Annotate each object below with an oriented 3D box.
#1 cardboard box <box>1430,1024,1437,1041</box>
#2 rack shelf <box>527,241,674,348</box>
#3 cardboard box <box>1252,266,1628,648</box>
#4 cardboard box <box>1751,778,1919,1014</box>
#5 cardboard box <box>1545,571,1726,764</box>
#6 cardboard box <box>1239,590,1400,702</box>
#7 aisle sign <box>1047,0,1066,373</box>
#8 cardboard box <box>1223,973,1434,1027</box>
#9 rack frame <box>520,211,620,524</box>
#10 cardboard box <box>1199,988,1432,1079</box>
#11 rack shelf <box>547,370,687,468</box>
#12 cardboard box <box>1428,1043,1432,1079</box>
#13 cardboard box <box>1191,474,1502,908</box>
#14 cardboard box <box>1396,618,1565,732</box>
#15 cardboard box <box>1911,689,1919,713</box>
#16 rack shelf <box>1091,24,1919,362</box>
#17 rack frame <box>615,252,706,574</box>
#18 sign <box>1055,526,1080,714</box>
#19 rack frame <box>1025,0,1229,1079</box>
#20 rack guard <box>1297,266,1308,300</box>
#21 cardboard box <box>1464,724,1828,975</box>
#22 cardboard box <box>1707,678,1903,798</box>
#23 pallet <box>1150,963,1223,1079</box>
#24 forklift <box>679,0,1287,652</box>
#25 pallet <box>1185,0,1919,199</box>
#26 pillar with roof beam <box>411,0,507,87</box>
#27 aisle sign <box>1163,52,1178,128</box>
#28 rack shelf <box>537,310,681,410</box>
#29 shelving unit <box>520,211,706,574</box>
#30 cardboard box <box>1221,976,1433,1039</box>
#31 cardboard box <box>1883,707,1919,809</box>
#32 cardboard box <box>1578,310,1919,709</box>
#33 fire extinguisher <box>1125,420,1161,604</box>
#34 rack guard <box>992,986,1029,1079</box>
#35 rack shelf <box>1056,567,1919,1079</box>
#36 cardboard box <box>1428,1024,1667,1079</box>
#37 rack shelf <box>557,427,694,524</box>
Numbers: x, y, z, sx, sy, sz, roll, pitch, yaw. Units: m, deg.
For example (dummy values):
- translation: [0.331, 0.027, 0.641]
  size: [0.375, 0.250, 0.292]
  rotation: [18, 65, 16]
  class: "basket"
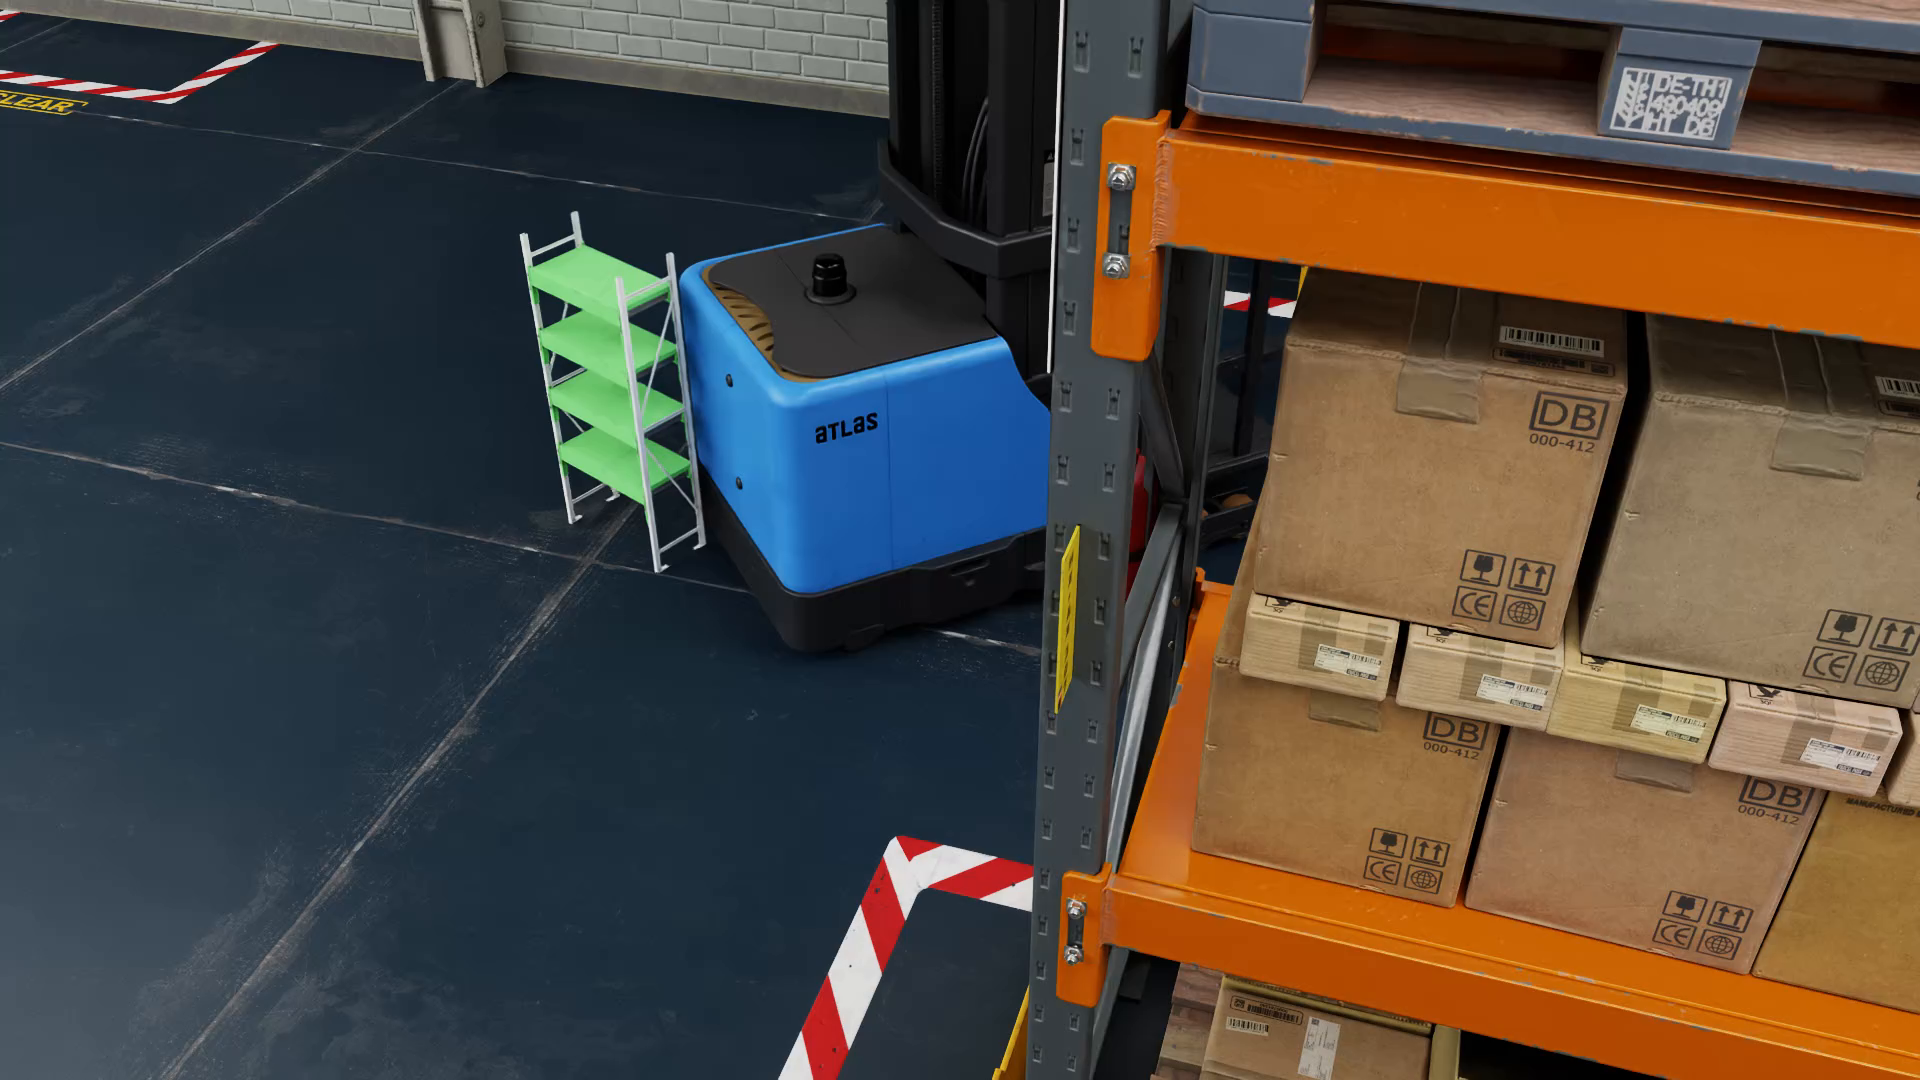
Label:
- translation: [1.428, 1.150, 4.123]
  size: [0.500, 0.250, 0.500]
  rotation: [10, 38, 14]
  class: "cardboard box"
- translation: [-1.220, -0.844, 5.682]
  size: [0.480, 0.148, 0.258]
  rotation: [26, 44, 31]
  class: "rack shelf"
- translation: [0.840, -0.261, 2.896]
  size: [0.500, 0.500, 0.700]
  rotation: [11, 38, 14]
  class: "cardboard box"
- translation: [1.764, 0.433, 3.047]
  size: [0.500, 0.500, 0.700]
  rotation: [11, 38, 14]
  class: "cardboard box"
- translation: [1.148, 0.182, 2.841]
  size: [0.250, 0.149, 0.380]
  rotation: [11, 38, 14]
  class: "cardboard box"
- translation: [0.658, 0.092, 2.963]
  size: [0.250, 0.149, 0.380]
  rotation: [10, 38, 14]
  class: "cardboard box"
- translation: [0.194, -0.683, 2.454]
  size: [0.004, 0.787, 0.394]
  rotation: [10, 38, 14]
  class: "aisle sign"
- translation: [0.948, 0.765, 4.013]
  size: [0.500, 0.500, 0.500]
  rotation: [10, 38, 14]
  class: "cardboard box"
- translation: [-1.407, -0.602, 6.055]
  size: [0.015, 1.200, 0.240]
  rotation: [26, 44, 31]
  class: "rack frame"
- translation: [0.793, 1.361, 3.836]
  size: [0.500, 0.250, 0.500]
  rotation: [10, 38, 14]
  class: "cardboard box"
- translation: [-1.220, -0.457, 5.967]
  size: [0.480, 0.148, 0.258]
  rotation: [26, 44, 31]
  class: "rack shelf"
- translation: [1.272, 1.447, 3.718]
  size: [0.500, 0.250, 0.500]
  rotation: [10, 38, 14]
  class: "cardboard box"
- translation: [0.789, 0.252, 3.293]
  size: [0.500, 0.500, 0.700]
  rotation: [11, 38, 14]
  class: "cardboard box"
- translation: [0.911, 0.137, 2.902]
  size: [0.250, 0.149, 0.380]
  rotation: [10, 37, 13]
  class: "cardboard box"
- translation: [1.825, -0.083, 2.653]
  size: [0.500, 0.500, 0.700]
  rotation: [11, 38, 14]
  class: "cardboard box"
- translation: [2.257, -0.363, 2.289]
  size: [4.000, 0.370, 1.077]
  rotation: [10, 38, 14]
  class: "rack shelf"
- translation: [-1.033, -0.416, 5.802]
  size: [0.015, 1.200, 0.240]
  rotation: [26, 44, 31]
  class: "rack frame"
- translation: [0.176, 0.135, 2.739]
  size: [0.005, 0.325, 0.100]
  rotation: [10, 38, 14]
  class: "sign"
- translation: [0.348, 0.202, 3.445]
  size: [0.127, 3.000, 1.000]
  rotation: [10, 38, 14]
  class: "rack frame"
- translation: [1.894, -1.581, 7.976]
  size: [0.348, 0.500, 1.175]
  rotation: [10, 38, 14]
  class: "rack guard"
- translation: [1.292, 0.342, 3.171]
  size: [0.500, 0.500, 0.700]
  rotation: [11, 38, 15]
  class: "cardboard box"
- translation: [1.389, 0.228, 2.778]
  size: [0.250, 0.149, 0.380]
  rotation: [10, 38, 13]
  class: "cardboard box"
- translation: [1.090, 1.437, 4.120]
  size: [1.213, 0.211, 1.003]
  rotation: [10, 38, 14]
  class: "pallet"
- translation: [0.571, -1.399, 5.679]
  size: [3.031, 2.935, 1.130]
  rotation: [-16, 39, -21]
  class: "forklift"
- translation: [1.015, -0.831, 2.392]
  size: [1.213, 0.211, 1.003]
  rotation: [10, 38, 14]
  class: "pallet"
- translation: [-4.263, -4.008, 4.104]
  size: [0.400, 9.000, 9.100]
  rotation: [10, 38, 14]
  class: "pillar with roof beam"
- translation: [0.372, -1.023, 2.916]
  size: [0.004, 0.787, 0.394]
  rotation: [10, 38, 14]
  class: "aisle sign"
- translation: [-1.220, -0.650, 5.824]
  size: [0.480, 0.148, 0.258]
  rotation: [26, 44, 31]
  class: "rack shelf"
- translation: [-1.220, -0.509, 5.929]
  size: [0.503, 1.200, 0.258]
  rotation: [26, 44, 31]
  class: "shelving unit"
- translation: [0.948, 1.068, 4.234]
  size: [0.500, 0.250, 0.500]
  rotation: [10, 38, 14]
  class: "cardboard box"
- translation: [1.644, 0.273, 2.716]
  size: [0.250, 0.149, 0.380]
  rotation: [9, 37, 12]
  class: "cardboard box"
- translation: [1.344, -0.172, 2.774]
  size: [0.500, 0.500, 0.700]
  rotation: [10, 37, 13]
  class: "cardboard box"
- translation: [0.373, -0.050, 3.853]
  size: [0.183, 0.674, 0.296]
  rotation: [10, 38, 14]
  class: "fire extinguisher"
- translation: [0.325, 1.205, 4.191]
  size: [0.348, 0.500, 1.175]
  rotation: [10, 38, 14]
  class: "rack guard"
- translation: [2.257, 0.845, 3.178]
  size: [4.000, 0.370, 1.077]
  rotation: [10, 38, 14]
  class: "rack shelf"
- translation: [1.271, 1.146, 3.495]
  size: [0.500, 0.500, 0.500]
  rotation: [10, 38, 14]
  class: "cardboard box"
- translation: [-1.220, -0.264, 6.109]
  size: [0.480, 0.148, 0.258]
  rotation: [26, 44, 31]
  class: "rack shelf"
